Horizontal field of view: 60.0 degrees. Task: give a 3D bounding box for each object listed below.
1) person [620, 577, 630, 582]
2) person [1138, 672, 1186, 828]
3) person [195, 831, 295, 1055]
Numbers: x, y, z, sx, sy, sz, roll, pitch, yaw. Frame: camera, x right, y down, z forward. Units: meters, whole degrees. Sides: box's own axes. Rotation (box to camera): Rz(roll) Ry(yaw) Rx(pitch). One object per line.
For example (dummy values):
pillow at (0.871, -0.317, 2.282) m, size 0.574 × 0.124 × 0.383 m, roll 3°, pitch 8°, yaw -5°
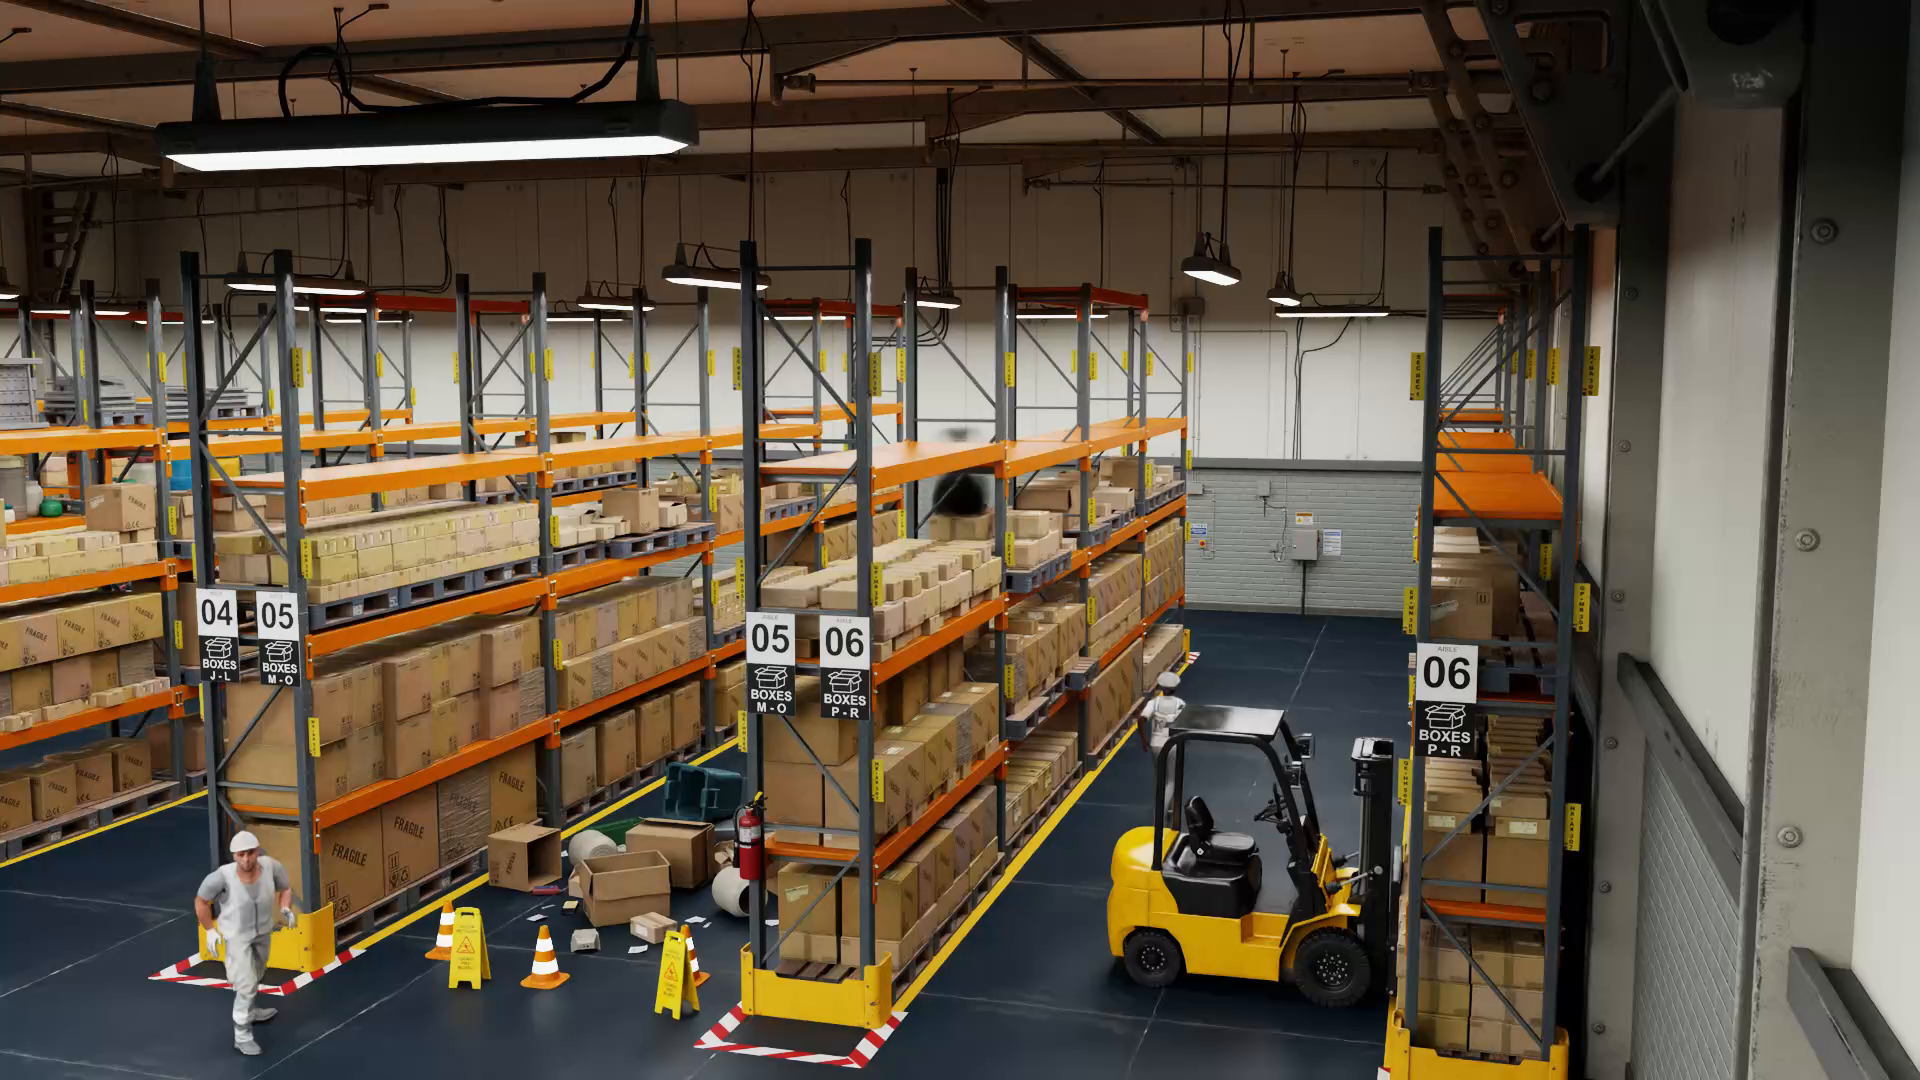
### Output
person at (-5.186, 1.385, 26.362) m, size 0.729 × 1.653 × 0.900 m, roll 0°, pitch 6°, yaw 3°
person at (2.266, 2.283, 18.163) m, size 0.589 × 1.679 × 1.007 m, roll 2°, pitch 7°, yaw 18°
person at (-5.290, 2.948, 12.417) m, size 0.908 × 1.710 × 0.699 m, roll 4°, pitch 8°, yaw 33°
